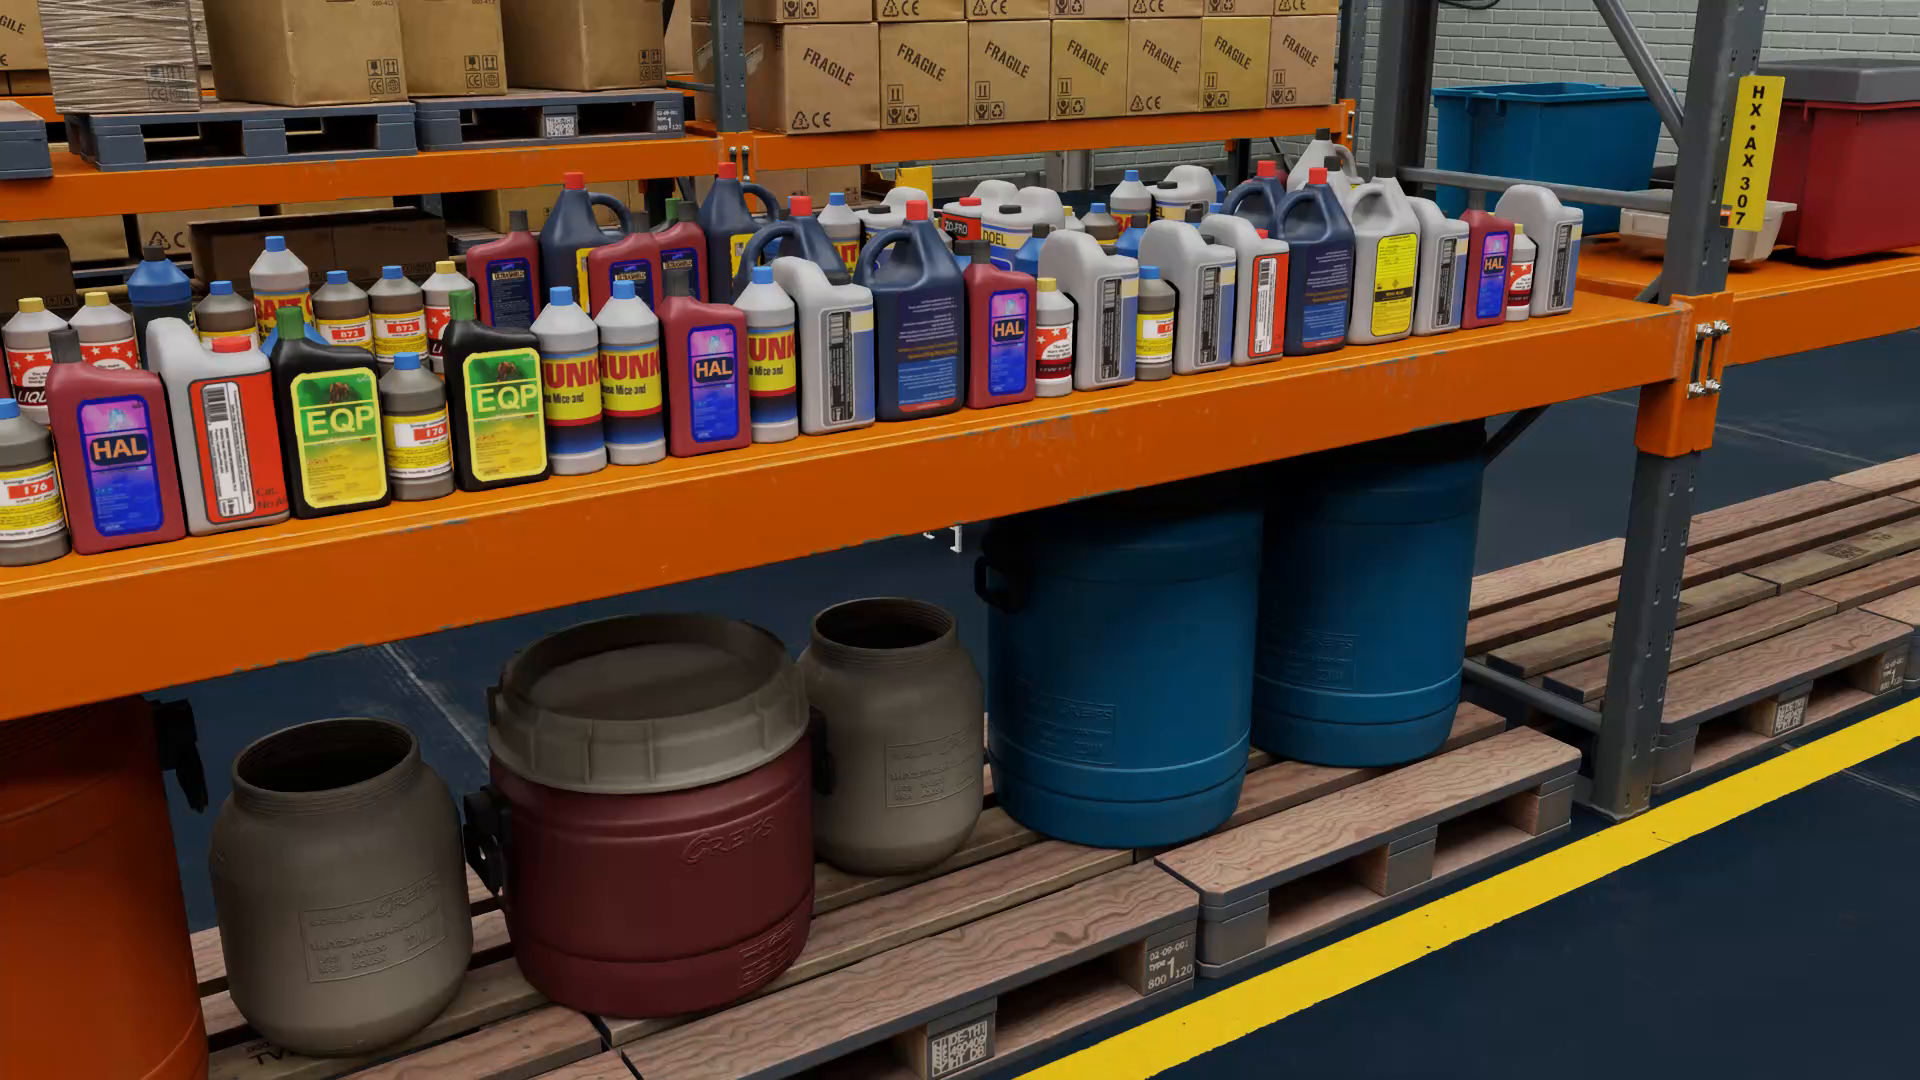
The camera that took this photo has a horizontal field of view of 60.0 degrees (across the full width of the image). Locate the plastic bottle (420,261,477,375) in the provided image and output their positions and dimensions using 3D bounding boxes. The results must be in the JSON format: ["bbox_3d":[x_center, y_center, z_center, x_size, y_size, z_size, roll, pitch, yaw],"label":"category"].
[{"bbox_3d":[-0.952,-0.418,3.108,0.097,0.201,0.097,0,19,0],"label":"plastic bottle"}]

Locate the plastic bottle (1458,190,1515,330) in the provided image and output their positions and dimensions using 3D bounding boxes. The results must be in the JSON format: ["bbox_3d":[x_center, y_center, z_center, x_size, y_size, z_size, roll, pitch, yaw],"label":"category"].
[{"bbox_3d":[1.097,-0.591,3.492,0.133,0.283,0.061,-12,22,-31],"label":"plastic bottle"}]

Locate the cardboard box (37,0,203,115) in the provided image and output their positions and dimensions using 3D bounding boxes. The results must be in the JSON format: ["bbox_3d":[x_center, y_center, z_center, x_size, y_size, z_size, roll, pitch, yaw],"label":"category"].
[{"bbox_3d":[-3.312,-1.974,6.588,0.500,0.500,0.700,-8,20,-21],"label":"cardboard box"}]

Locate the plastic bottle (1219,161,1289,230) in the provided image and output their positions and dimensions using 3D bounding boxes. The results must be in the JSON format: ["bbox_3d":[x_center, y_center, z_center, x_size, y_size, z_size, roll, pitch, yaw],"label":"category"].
[{"bbox_3d":[0.596,-0.589,3.379,0.185,0.351,0.144,-12,22,-31],"label":"plastic bottle"}]

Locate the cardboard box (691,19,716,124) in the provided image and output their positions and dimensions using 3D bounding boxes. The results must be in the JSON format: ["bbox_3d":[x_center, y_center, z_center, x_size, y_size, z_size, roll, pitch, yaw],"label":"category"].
[{"bbox_3d":[-1.028,-2.385,8.460,0.500,0.500,0.500,-11,22,-31],"label":"cardboard box"}]

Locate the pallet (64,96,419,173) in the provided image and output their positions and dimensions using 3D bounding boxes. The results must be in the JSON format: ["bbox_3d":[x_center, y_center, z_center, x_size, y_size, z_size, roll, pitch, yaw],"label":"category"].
[{"bbox_3d":[-3.023,-1.729,6.976,1.213,0.211,1.003,-12,22,-31],"label":"pallet"}]

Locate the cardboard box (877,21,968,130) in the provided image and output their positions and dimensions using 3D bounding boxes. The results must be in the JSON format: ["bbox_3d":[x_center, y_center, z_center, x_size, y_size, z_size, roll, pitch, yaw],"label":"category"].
[{"bbox_3d":[-0.303,-2.336,8.316,0.500,0.500,0.500,-11,22,-30],"label":"cardboard box"}]

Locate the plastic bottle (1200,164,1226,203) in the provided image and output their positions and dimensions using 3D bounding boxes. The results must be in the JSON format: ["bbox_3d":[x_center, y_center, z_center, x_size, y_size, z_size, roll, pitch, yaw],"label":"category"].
[{"bbox_3d":[0.597,-0.778,4.064,0.097,0.271,0.097,0,19,0],"label":"plastic bottle"}]

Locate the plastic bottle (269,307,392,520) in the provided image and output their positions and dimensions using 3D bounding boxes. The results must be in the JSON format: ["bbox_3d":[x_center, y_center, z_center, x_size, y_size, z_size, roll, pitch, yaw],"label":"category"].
[{"bbox_3d":[-0.861,-0.178,2.271,0.133,0.283,0.061,-12,22,-31],"label":"plastic bottle"}]

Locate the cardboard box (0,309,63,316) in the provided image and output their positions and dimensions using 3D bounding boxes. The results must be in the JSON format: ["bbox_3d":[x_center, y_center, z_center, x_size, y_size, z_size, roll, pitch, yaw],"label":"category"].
[{"bbox_3d":[-3.993,-0.728,6.931,0.500,0.500,0.500,-11,22,-29],"label":"cardboard box"}]

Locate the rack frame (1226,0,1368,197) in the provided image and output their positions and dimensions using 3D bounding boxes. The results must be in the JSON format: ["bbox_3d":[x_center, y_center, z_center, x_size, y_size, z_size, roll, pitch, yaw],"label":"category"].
[{"bbox_3d":[2.036,-2.886,10.096,0.127,3.000,1.000,-12,22,-31],"label":"rack frame"}]

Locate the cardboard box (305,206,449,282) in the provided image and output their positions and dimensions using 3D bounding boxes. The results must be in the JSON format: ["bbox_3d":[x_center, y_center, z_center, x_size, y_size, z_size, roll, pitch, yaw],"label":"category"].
[{"bbox_3d":[-2.677,-1.364,7.642,0.500,0.250,0.500,-12,22,-31],"label":"cardboard box"}]

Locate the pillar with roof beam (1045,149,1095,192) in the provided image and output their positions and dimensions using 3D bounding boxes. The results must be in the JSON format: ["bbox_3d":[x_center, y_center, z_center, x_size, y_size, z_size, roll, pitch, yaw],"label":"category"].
[{"bbox_3d":[3.456,-6.607,11.738,0.400,9.000,9.100,-12,22,-31],"label":"pillar with roof beam"}]

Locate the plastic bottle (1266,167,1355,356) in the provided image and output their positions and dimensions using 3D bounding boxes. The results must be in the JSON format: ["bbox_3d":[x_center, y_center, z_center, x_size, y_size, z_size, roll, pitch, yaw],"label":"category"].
[{"bbox_3d":[0.675,-0.550,3.265,0.185,0.351,0.144,-12,22,-31],"label":"plastic bottle"}]

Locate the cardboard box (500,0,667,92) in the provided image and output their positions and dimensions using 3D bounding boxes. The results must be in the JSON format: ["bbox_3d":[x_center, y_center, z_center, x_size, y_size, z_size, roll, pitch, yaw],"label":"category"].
[{"bbox_3d":[-1.823,-2.404,7.859,0.700,0.500,0.500,14,23,35],"label":"cardboard box"}]

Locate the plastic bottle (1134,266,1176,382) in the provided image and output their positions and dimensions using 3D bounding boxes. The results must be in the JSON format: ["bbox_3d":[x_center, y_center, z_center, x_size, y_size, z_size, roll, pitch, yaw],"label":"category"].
[{"bbox_3d":[0.345,-0.401,3.057,0.097,0.201,0.097,0,19,0],"label":"plastic bottle"}]

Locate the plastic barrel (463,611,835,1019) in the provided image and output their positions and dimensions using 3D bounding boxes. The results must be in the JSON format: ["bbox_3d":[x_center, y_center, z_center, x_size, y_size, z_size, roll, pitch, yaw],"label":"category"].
[{"bbox_3d":[-0.581,0.503,3.183,0.708,0.588,0.600,-12,22,-31],"label":"plastic barrel"}]

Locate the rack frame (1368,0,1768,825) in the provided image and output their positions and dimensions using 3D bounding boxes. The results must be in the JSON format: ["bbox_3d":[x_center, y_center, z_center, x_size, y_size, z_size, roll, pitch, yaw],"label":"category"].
[{"bbox_3d":[1.417,-0.855,4.091,0.127,3.000,1.000,-12,22,-31],"label":"rack frame"}]

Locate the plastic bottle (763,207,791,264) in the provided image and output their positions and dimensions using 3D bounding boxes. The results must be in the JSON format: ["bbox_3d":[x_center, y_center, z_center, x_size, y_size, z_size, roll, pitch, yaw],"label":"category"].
[{"bbox_3d":[-0.341,-0.525,3.315,0.097,0.271,0.097,0,19,0],"label":"plastic bottle"}]

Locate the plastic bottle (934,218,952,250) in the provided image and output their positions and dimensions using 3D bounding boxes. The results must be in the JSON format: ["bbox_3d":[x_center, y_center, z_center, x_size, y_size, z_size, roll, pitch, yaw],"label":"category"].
[{"bbox_3d":[-0.064,-0.605,3.662,0.097,0.201,0.097,0,19,0],"label":"plastic bottle"}]

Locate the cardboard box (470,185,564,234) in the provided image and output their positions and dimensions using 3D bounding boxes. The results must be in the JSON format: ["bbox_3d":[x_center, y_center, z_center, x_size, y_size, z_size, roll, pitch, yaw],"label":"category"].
[{"bbox_3d":[-3.351,-2.624,12.571,0.500,0.500,0.700,-12,22,-31],"label":"cardboard box"}]

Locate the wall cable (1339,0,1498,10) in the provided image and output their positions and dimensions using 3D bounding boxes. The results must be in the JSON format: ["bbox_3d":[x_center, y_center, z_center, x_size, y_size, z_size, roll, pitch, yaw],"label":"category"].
[{"bbox_3d":[4.229,-6.482,16.214,0.112,2.526,3.097,-12,22,-31],"label":"wall cable"}]

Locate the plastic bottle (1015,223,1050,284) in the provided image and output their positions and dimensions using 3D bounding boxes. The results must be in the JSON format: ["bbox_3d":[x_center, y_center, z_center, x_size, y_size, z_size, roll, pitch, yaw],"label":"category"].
[{"bbox_3d":[0.149,-0.451,3.096,0.097,0.271,0.097,0,19,0],"label":"plastic bottle"}]

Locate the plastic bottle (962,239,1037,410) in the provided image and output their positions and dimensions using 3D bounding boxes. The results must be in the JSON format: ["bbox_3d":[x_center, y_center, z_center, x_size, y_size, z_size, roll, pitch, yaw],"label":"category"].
[{"bbox_3d":[0.065,-0.374,2.848,0.133,0.283,0.061,-12,22,-31],"label":"plastic bottle"}]

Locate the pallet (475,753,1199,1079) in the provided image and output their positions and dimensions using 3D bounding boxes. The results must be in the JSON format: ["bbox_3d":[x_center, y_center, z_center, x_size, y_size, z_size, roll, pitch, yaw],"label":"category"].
[{"bbox_3d":[-0.270,0.807,3.529,1.213,0.211,1.003,-12,22,-31],"label":"pallet"}]

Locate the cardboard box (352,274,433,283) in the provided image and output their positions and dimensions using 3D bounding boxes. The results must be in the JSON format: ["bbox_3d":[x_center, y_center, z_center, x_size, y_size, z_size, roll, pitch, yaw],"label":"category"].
[{"bbox_3d":[-2.703,-1.002,7.742,0.500,0.500,0.500,-12,22,-31],"label":"cardboard box"}]

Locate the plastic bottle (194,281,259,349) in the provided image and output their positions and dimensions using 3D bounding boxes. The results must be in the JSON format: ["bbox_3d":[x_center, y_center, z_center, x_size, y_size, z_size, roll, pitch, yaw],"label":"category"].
[{"bbox_3d":[-1.278,-0.350,2.906,0.097,0.201,0.097,0,19,0],"label":"plastic bottle"}]

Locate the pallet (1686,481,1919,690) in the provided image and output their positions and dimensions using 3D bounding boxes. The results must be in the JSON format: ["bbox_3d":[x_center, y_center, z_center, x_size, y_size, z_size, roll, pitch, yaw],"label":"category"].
[{"bbox_3d":[3.030,0.109,5.591,1.213,0.211,1.003,-12,22,-31],"label":"pallet"}]

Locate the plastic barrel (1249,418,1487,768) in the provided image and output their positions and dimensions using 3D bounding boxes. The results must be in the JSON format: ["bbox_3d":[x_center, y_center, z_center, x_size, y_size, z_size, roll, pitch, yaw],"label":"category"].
[{"bbox_3d":[0.953,0.031,4.090,0.708,0.901,0.600,-12,22,-31],"label":"plastic barrel"}]

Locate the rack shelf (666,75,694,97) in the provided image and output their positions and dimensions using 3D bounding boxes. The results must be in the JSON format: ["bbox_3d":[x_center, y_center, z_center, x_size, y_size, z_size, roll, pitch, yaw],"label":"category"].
[{"bbox_3d":[-2.361,-3.517,13.087,4.000,0.370,1.077,-12,22,-31],"label":"rack shelf"}]

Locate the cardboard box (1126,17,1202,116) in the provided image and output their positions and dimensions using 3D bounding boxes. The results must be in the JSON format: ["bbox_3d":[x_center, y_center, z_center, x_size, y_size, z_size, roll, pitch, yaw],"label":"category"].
[{"bbox_3d":[0.961,-2.602,9.103,0.500,0.500,0.500,-12,22,-31],"label":"cardboard box"}]

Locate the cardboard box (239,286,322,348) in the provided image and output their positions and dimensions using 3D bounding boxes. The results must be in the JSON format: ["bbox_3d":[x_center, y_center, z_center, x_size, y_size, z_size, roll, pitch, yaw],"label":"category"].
[{"bbox_3d":[-2.819,-0.778,7.080,0.500,0.500,0.500,-13,23,-33],"label":"cardboard box"}]

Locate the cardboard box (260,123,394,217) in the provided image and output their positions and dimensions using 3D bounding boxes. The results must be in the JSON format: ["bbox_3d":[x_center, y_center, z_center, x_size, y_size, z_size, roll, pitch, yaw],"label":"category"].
[{"bbox_3d":[-4.503,-2.537,11.765,0.750,0.750,0.750,-12,22,-31],"label":"cardboard box"}]

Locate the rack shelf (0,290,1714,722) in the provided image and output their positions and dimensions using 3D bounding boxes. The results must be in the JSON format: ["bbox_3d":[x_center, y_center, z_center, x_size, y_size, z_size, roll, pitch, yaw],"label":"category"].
[{"bbox_3d":[-0.253,-0.162,3.165,4.000,0.370,1.077,-12,22,-31],"label":"rack shelf"}]

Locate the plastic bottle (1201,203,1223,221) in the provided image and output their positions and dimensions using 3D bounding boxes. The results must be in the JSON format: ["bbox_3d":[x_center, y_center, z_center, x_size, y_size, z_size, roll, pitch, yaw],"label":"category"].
[{"bbox_3d":[0.599,-0.687,3.904,0.097,0.201,0.097,0,19,0],"label":"plastic bottle"}]

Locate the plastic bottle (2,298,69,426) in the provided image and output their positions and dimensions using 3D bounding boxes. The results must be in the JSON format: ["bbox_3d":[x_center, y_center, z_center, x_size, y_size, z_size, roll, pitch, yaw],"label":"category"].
[{"bbox_3d":[-1.521,-0.298,2.753,0.097,0.201,0.097,0,19,0],"label":"plastic bottle"}]

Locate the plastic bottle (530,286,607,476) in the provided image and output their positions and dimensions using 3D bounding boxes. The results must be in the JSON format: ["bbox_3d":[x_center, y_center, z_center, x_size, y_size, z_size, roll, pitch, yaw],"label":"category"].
[{"bbox_3d":[-0.582,-0.238,2.467,0.097,0.271,0.097,0,19,0],"label":"plastic bottle"}]

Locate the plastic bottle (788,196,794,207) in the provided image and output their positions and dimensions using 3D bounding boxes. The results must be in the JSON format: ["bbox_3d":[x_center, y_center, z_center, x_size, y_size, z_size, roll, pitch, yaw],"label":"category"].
[{"bbox_3d":[-0.339,-0.581,3.480,0.097,0.271,0.097,0,19,0],"label":"plastic bottle"}]

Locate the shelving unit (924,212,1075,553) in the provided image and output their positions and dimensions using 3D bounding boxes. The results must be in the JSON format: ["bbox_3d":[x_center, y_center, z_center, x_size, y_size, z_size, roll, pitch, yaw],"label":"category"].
[{"bbox_3d":[0.138,-0.598,6.139,0.503,1.200,0.258,-12,22,-31],"label":"shelving unit"}]

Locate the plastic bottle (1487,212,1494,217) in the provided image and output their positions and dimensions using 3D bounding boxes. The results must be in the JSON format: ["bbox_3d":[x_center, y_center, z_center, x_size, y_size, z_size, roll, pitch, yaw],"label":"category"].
[{"bbox_3d":[1.181,-0.635,3.751,0.097,0.201,0.097,0,19,0],"label":"plastic bottle"}]

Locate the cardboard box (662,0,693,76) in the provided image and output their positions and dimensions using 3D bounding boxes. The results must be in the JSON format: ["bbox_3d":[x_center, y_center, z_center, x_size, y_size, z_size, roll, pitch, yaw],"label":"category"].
[{"bbox_3d":[-2.355,-3.997,12.914,0.700,0.700,0.980,-13,23,-34],"label":"cardboard box"}]

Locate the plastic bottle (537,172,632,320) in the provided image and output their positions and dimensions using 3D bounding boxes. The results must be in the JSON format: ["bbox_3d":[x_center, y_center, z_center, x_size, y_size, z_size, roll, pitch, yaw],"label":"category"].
[{"bbox_3d":[-0.710,-0.531,3.209,0.185,0.351,0.144,-12,22,-31],"label":"plastic bottle"}]

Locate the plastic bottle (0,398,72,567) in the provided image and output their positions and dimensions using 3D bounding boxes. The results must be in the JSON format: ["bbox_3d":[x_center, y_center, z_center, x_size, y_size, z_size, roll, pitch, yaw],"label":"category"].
[{"bbox_3d":[-1.191,-0.077,2.098,0.097,0.201,0.097,0,19,0],"label":"plastic bottle"}]

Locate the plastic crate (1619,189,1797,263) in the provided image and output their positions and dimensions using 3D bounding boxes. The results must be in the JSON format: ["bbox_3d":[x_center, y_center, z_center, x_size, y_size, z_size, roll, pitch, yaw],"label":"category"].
[{"bbox_3d":[1.884,-0.803,4.253,0.243,0.136,0.396,-12,22,-31],"label":"plastic crate"}]

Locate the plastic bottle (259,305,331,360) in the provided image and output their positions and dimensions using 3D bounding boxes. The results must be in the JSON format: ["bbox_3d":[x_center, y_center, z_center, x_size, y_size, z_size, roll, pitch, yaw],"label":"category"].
[{"bbox_3d":[-0.920,-0.191,2.326,0.097,0.271,0.097,0,19,0],"label":"plastic bottle"}]

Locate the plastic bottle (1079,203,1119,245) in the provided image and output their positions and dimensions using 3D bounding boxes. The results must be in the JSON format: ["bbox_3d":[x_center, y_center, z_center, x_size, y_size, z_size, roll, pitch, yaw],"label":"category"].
[{"bbox_3d":[0.322,-0.687,3.903,0.097,0.201,0.097,0,19,0],"label":"plastic bottle"}]

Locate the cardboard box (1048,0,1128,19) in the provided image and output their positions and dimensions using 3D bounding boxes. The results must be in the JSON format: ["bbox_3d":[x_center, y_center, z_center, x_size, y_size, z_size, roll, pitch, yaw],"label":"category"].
[{"bbox_3d":[0.535,-2.982,8.666,0.500,0.500,0.500,-11,22,-30],"label":"cardboard box"}]

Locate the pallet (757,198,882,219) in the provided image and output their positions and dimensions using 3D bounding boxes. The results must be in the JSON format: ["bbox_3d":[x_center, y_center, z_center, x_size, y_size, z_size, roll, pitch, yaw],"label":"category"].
[{"bbox_3d":[-1.316,-2.727,13.982,1.213,0.211,1.003,-12,22,-31],"label":"pallet"}]

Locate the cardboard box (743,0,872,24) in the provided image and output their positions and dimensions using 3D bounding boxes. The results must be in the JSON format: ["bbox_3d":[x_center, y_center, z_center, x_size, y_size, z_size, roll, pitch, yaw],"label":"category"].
[{"bbox_3d":[-0.756,-2.710,7.859,0.500,0.500,0.500,-11,22,-30],"label":"cardboard box"}]

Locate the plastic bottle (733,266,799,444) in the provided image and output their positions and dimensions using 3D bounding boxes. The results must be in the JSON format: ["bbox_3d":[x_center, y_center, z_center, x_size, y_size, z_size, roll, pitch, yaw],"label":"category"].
[{"bbox_3d":[-0.308,-0.296,2.638,0.097,0.271,0.097,0,19,0],"label":"plastic bottle"}]

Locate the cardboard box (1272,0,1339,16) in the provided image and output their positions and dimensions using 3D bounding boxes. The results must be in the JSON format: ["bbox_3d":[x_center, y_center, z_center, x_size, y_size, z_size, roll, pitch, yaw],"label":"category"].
[{"bbox_3d":[1.816,-3.255,9.471,0.500,0.500,0.500,-12,22,-32],"label":"cardboard box"}]

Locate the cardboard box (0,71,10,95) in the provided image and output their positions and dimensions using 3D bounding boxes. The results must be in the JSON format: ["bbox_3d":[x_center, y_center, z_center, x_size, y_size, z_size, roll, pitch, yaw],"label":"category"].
[{"bbox_3d":[-6.132,-2.879,10.438,0.250,0.149,0.380,-11,22,-30],"label":"cardboard box"}]

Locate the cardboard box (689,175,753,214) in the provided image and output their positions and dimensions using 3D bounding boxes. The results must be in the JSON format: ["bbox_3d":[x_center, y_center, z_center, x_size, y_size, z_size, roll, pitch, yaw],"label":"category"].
[{"bbox_3d":[-2.058,-2.898,13.380,0.500,0.500,0.700,-13,22,-33],"label":"cardboard box"}]
